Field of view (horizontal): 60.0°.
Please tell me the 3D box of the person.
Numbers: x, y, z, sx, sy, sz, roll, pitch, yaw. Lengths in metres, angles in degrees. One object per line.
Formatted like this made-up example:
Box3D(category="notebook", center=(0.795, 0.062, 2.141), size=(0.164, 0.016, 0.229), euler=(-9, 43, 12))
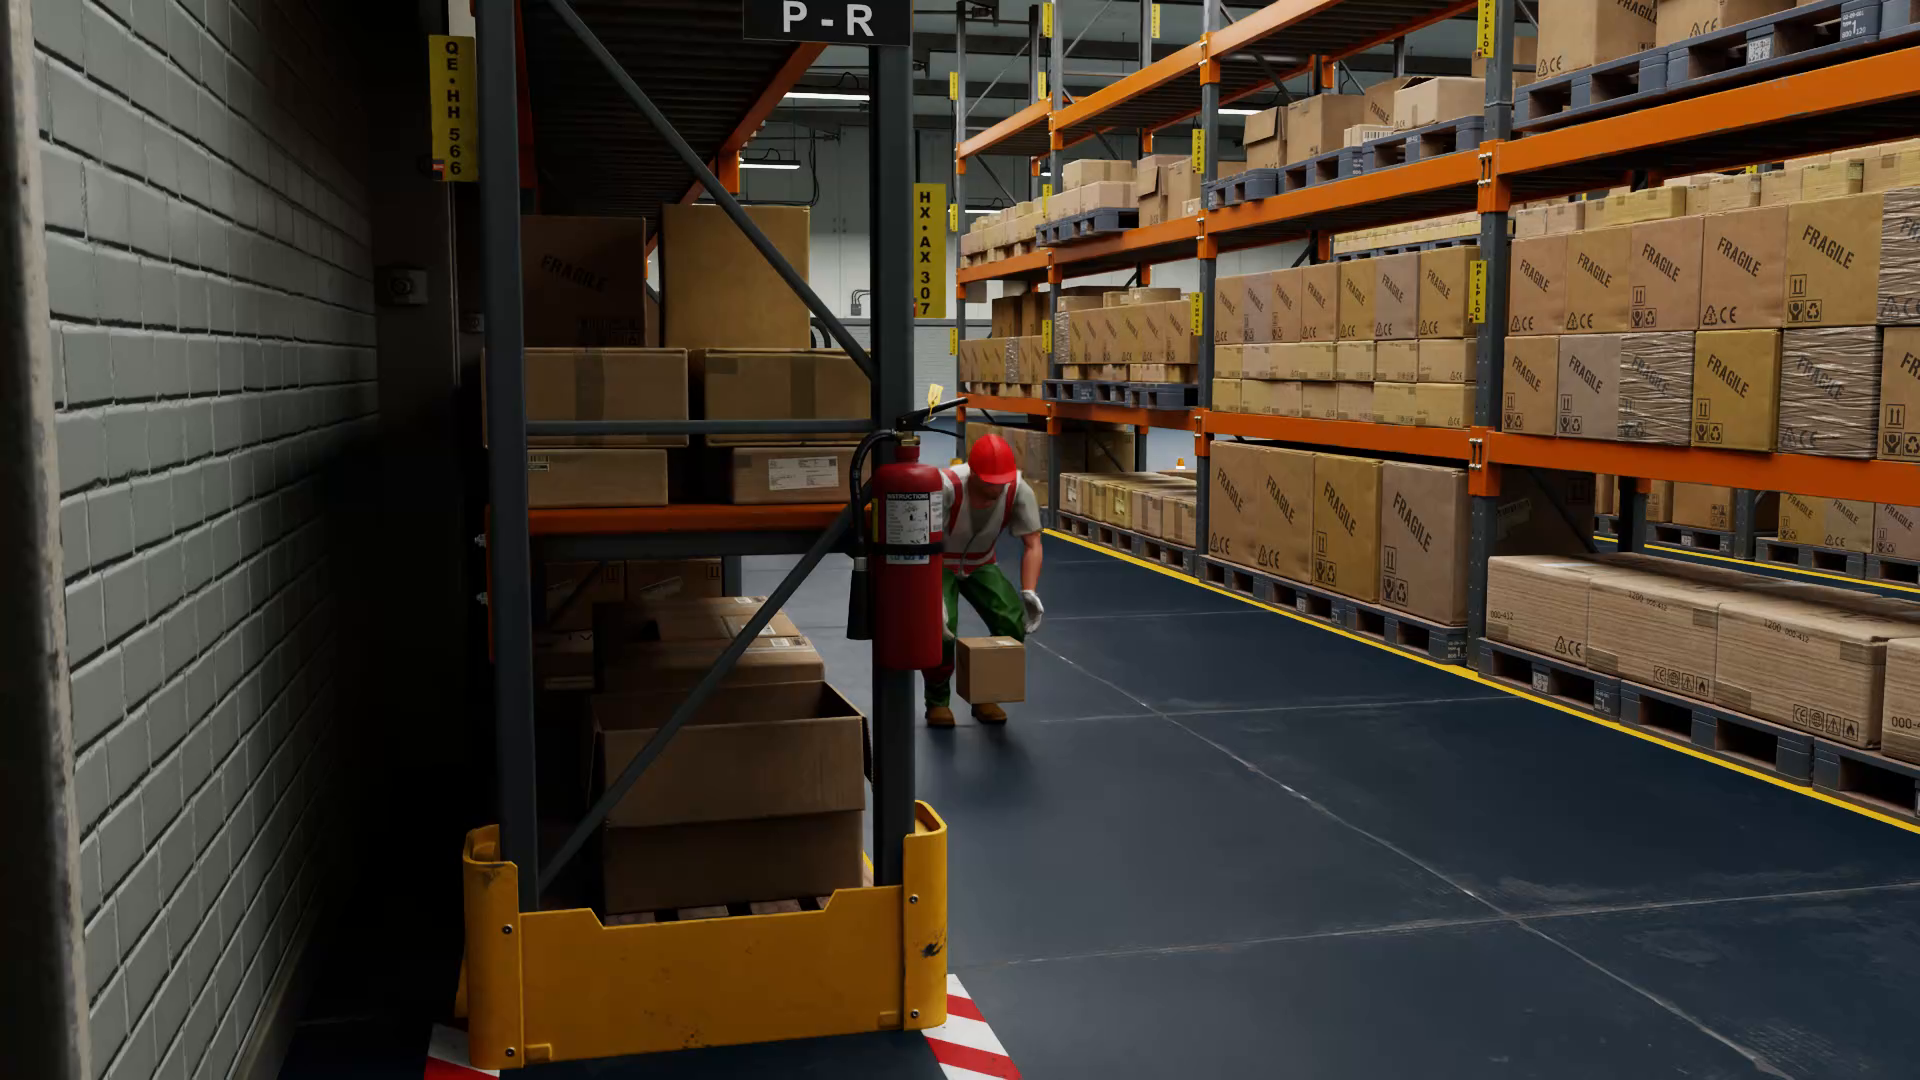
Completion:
Box3D(category="person", center=(0.075, 0.179, 7.660), size=(0.583, 1.354, 0.784), euler=(-1, 6, -14))
